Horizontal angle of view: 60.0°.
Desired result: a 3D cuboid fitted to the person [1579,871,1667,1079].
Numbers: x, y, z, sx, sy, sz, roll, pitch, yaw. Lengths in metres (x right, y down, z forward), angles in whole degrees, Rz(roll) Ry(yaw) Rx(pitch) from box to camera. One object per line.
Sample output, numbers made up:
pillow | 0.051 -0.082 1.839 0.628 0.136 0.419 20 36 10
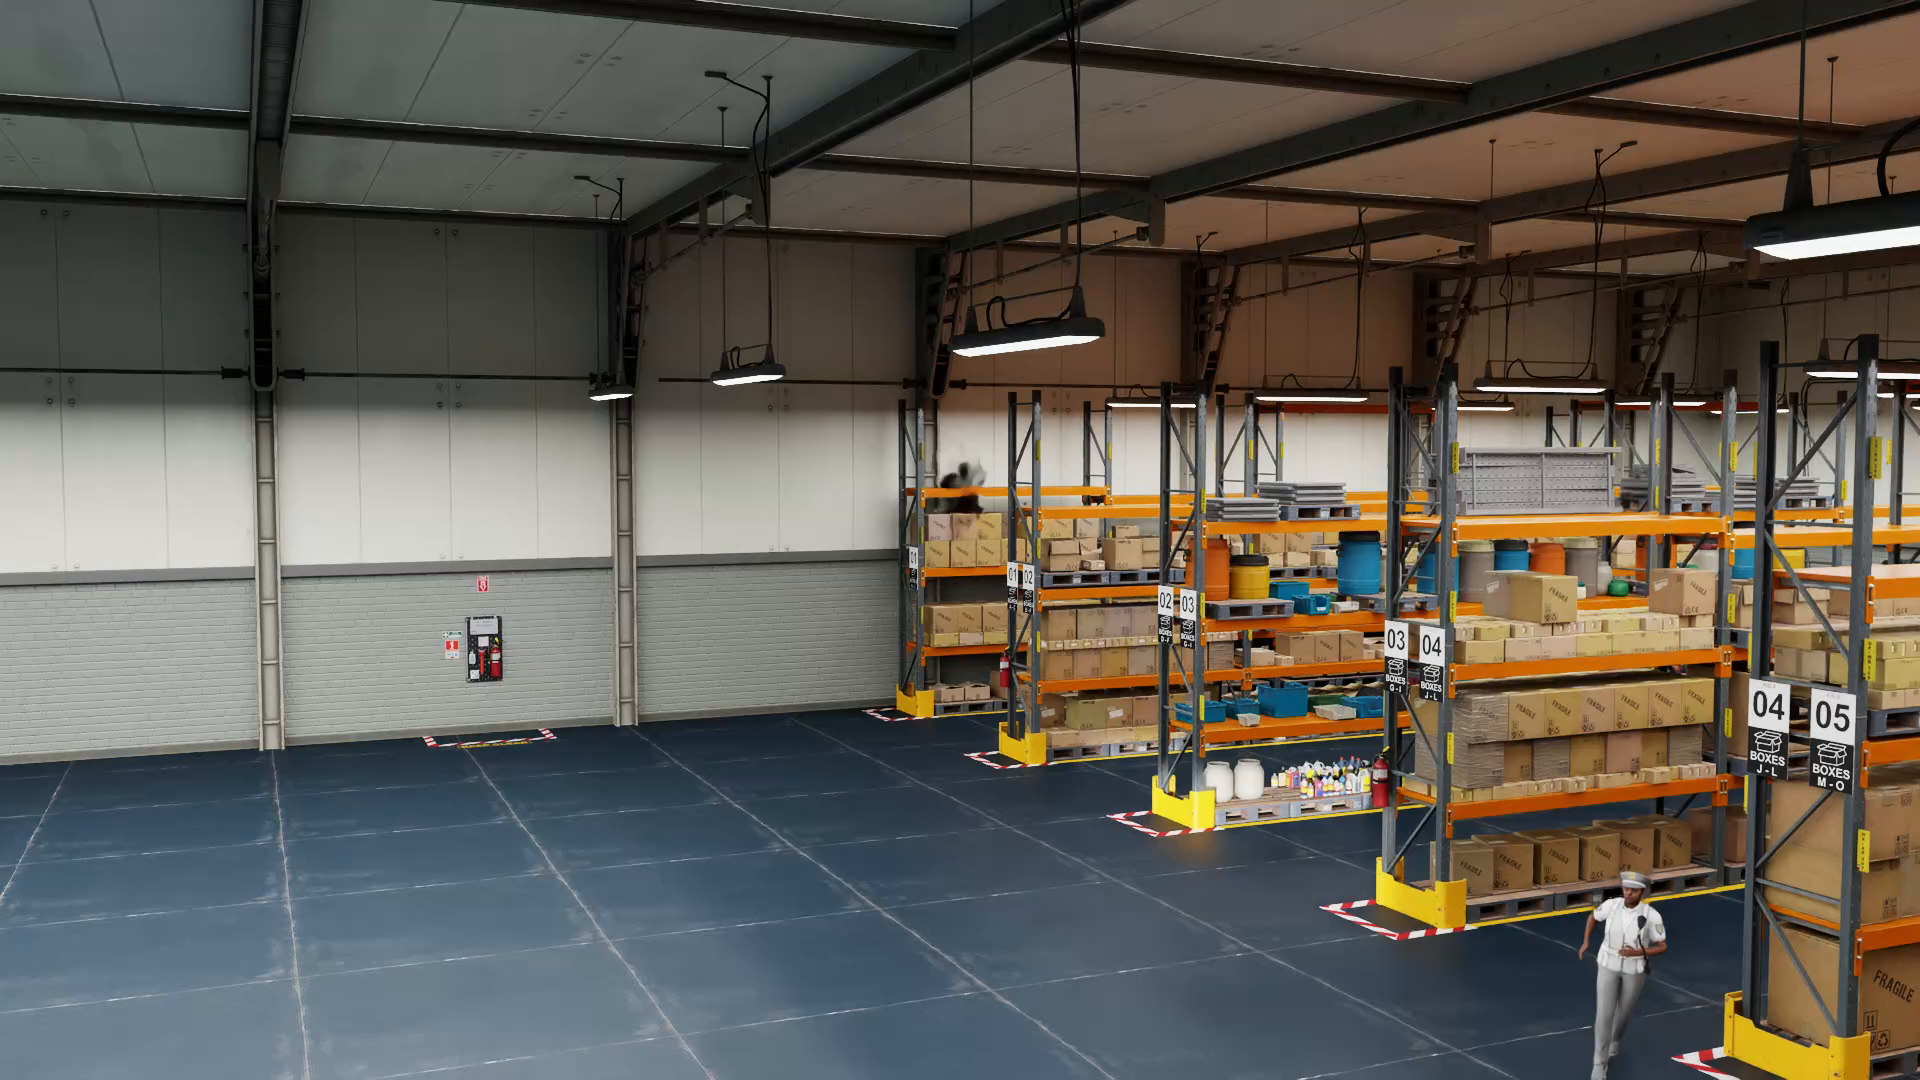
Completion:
person | 5.421 3.530 13.606 0.666 1.712 0.836 2 4 25

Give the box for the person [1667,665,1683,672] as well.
person | 12.970 2.547 30.110 0.937 1.669 0.600 -2 4 -27
